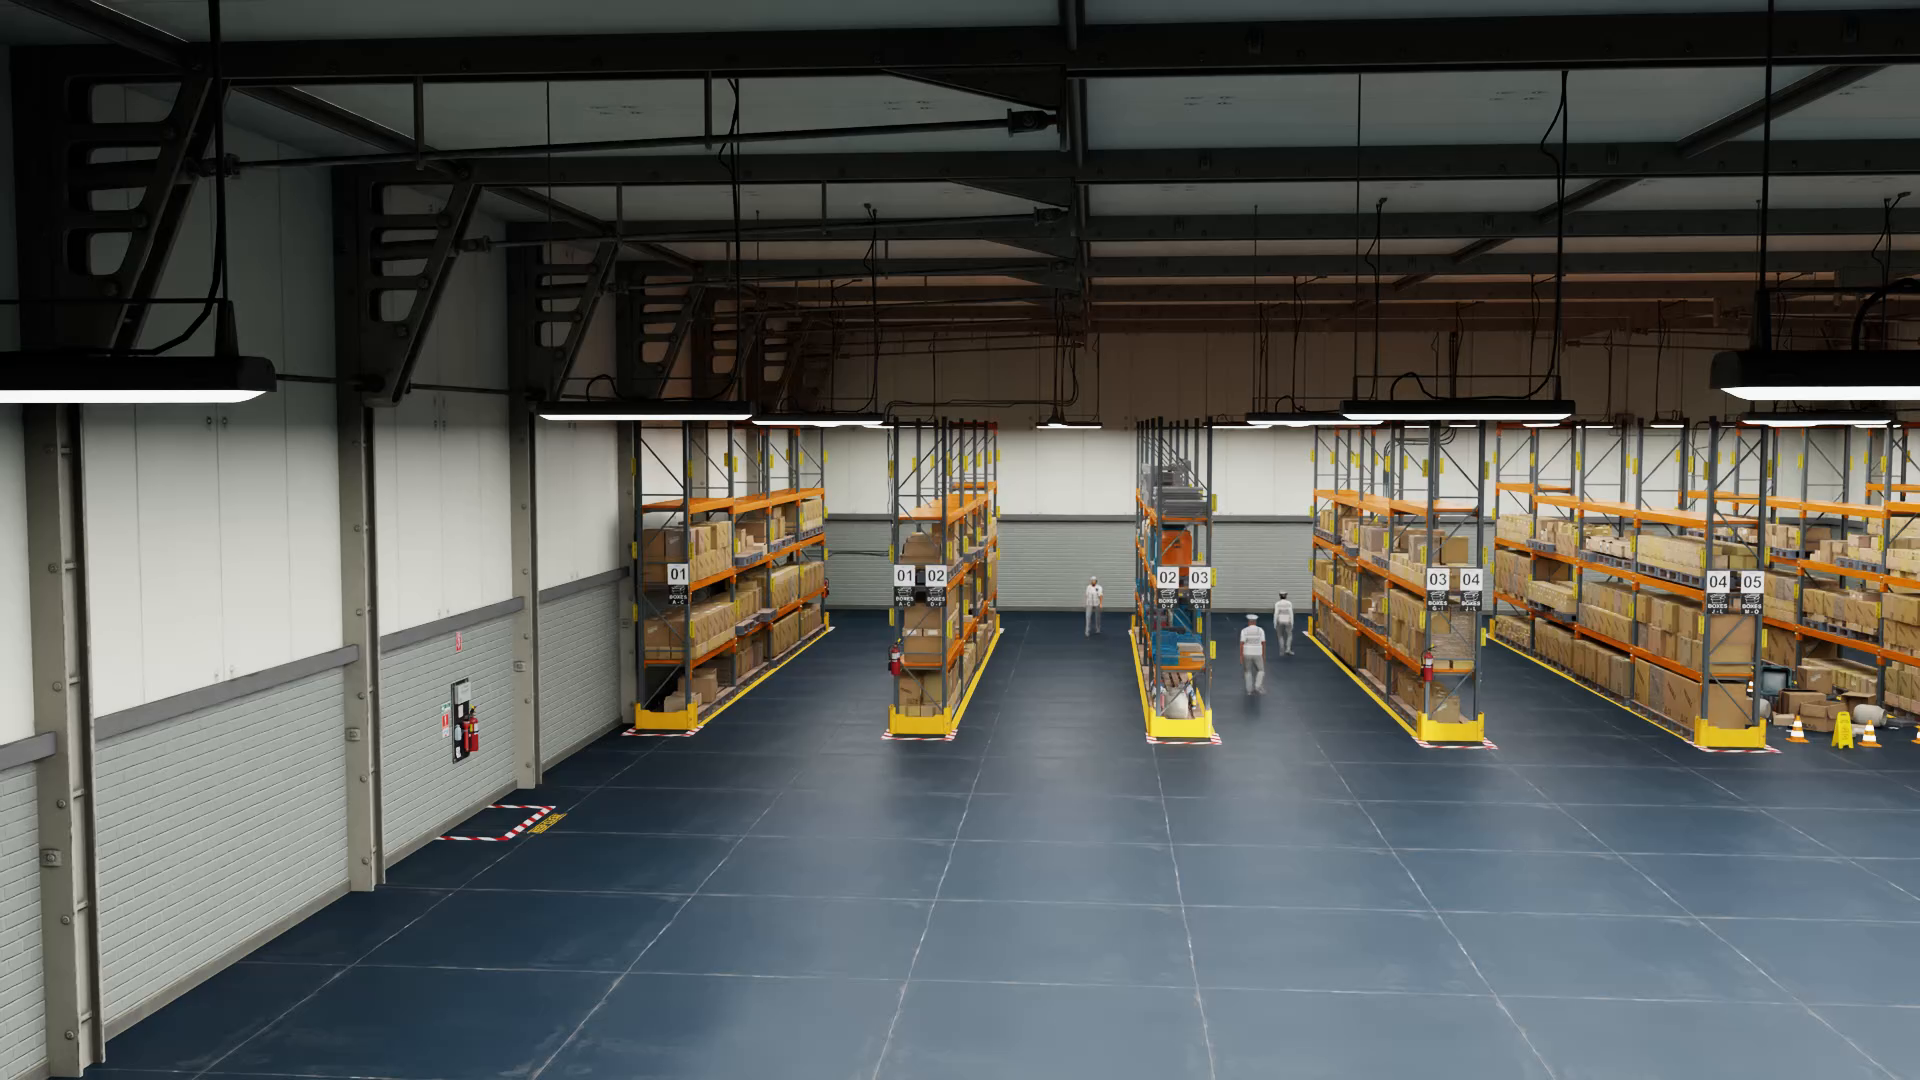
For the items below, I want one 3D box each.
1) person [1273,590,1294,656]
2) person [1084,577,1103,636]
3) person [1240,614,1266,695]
[{"bbox_3d":[8.247,2.128,42.358,0.512,1.674,0.516,0,4,5],"label":"person"},{"bbox_3d":[3.769,1.842,46.784,0.508,1.623,0.985,1,4,13],"label":"person"},{"bbox_3d":[6.353,2.494,36.028,0.580,1.760,0.540,1,4,12],"label":"person"}]
